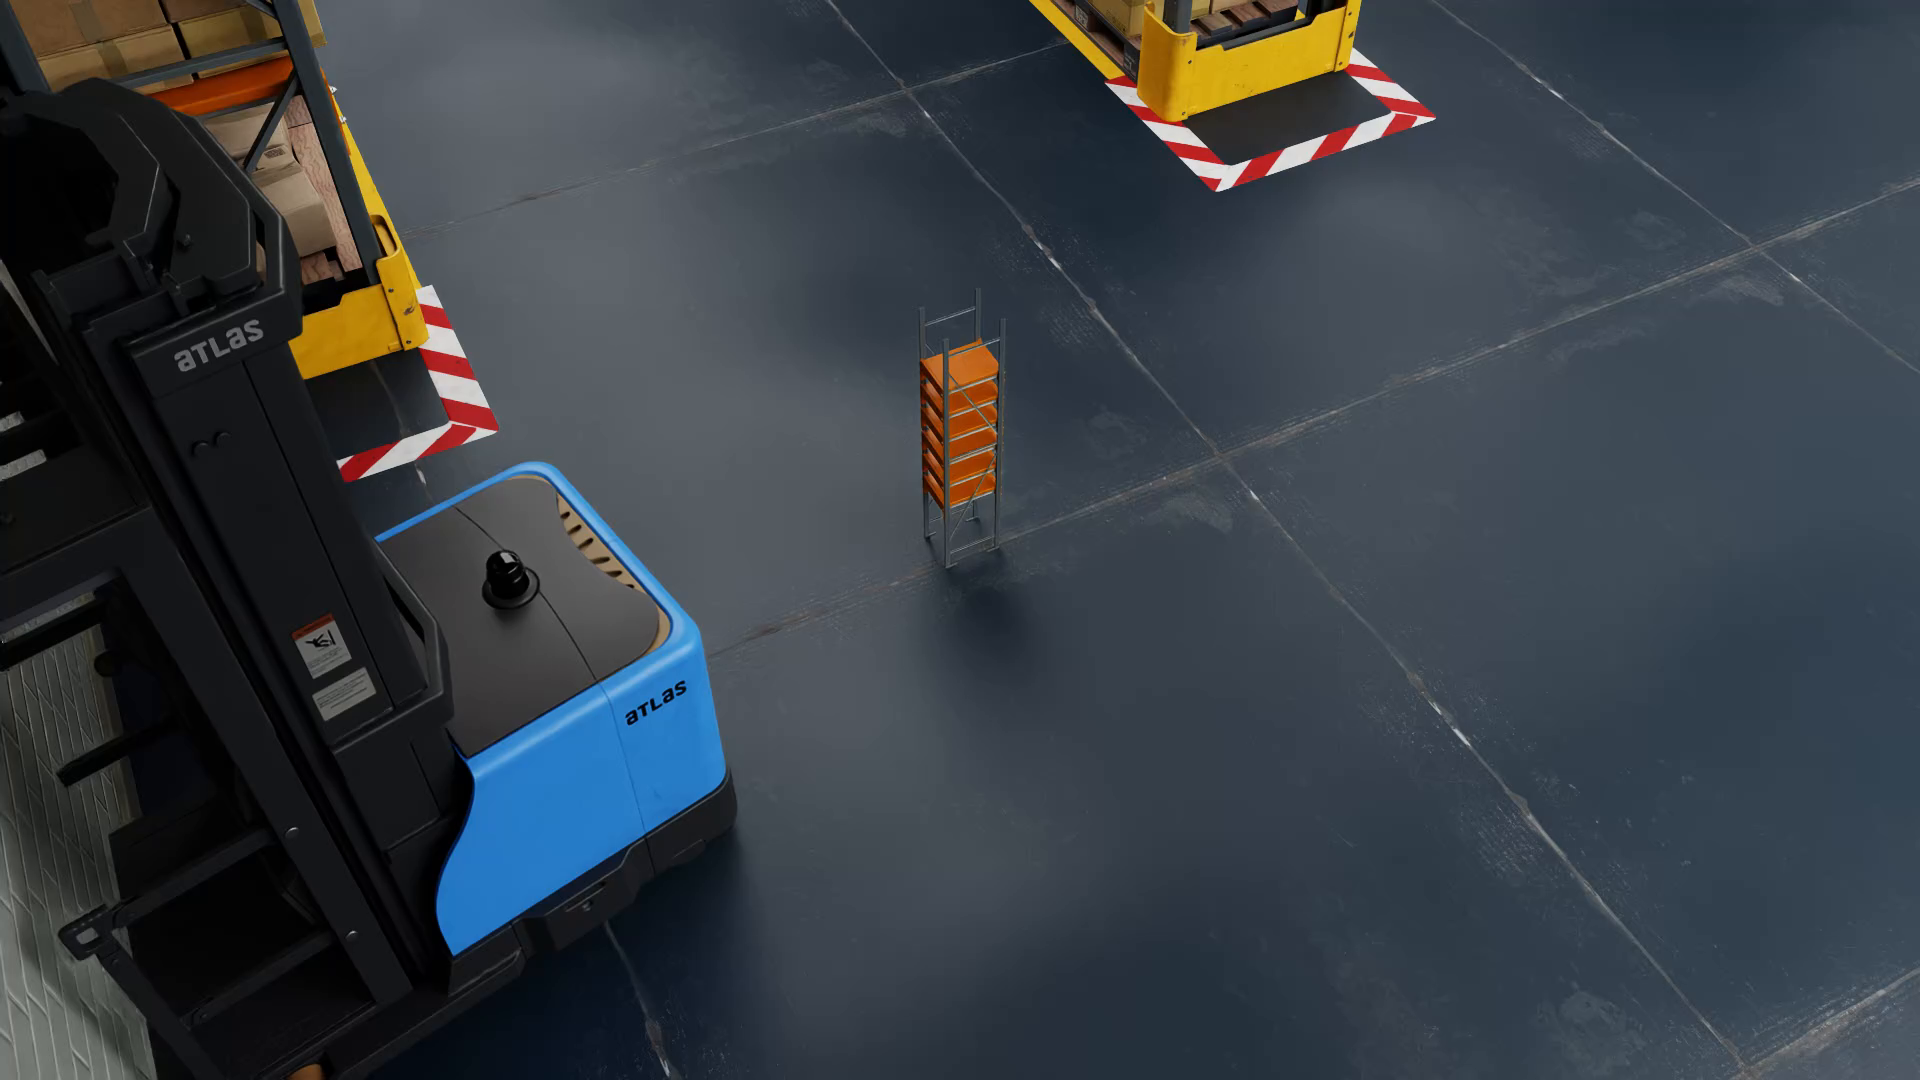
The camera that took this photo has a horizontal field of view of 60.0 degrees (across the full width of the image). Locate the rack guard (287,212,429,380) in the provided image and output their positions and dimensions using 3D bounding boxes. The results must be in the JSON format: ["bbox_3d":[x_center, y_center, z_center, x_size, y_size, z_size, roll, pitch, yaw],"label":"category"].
[{"bbox_3d":[-2.952,-0.961,7.151,1.175,0.500,0.348,-21,52,-18],"label":"rack guard"}]

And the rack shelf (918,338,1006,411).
[{"bbox_3d":[0.007,-0.593,5.945,0.258,0.103,0.180,-21,52,-18],"label":"rack shelf"}]

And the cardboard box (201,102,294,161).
[{"bbox_3d":[-3.414,-1.868,7.778,0.500,0.311,0.500,-17,51,-15],"label":"cardboard box"}]

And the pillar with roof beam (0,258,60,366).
[{"bbox_3d":[-0.178,-5.361,5.353,9.100,9.000,0.400,-21,52,-18],"label":"pillar with roof beam"}]

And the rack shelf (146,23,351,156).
[{"bbox_3d":[-3.832,-2.835,7.607,1.077,0.370,4.000,-21,52,-18],"label":"rack shelf"}]

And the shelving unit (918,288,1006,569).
[{"bbox_3d":[0.007,-0.385,6.183,0.258,1.200,0.189,-21,52,-18],"label":"shelving unit"}]

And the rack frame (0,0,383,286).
[{"bbox_3d":[-2.917,-1.733,6.166,1.000,3.000,0.127,-21,52,-18],"label":"rack frame"}]

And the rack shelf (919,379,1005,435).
[{"bbox_3d":[0.007,-0.514,6.035,0.258,0.103,0.180,-21,52,-18],"label":"rack shelf"}]

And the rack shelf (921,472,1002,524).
[{"bbox_3d":[0.007,-0.198,6.397,0.258,0.103,0.180,-21,52,-18],"label":"rack shelf"}]

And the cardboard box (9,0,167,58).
[{"bbox_3d":[-3.322,-2.179,6.144,0.500,0.500,0.500,-22,52,-18],"label":"cardboard box"}]

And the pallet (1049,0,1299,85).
[{"bbox_3d":[1.099,-3.021,9.145,1.003,0.211,1.213,-21,52,-18],"label":"pallet"}]

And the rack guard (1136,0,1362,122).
[{"bbox_3d":[1.497,-2.603,8.587,1.175,0.500,0.348,-21,52,-18],"label":"rack guard"}]

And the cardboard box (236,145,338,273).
[{"bbox_3d":[-3.153,-1.487,7.444,0.500,0.311,0.500,-27,54,-21],"label":"cardboard box"}]

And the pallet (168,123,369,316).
[{"bbox_3d":[-3.292,-1.422,7.746,1.003,0.211,1.213,-21,52,-18],"label":"pallet"}]

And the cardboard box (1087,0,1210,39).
[{"bbox_3d":[0.978,-2.932,8.762,0.500,0.250,0.500,-21,52,-18],"label":"cardboard box"}]

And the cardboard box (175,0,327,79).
[{"bbox_3d":[-2.858,-2.126,6.596,0.500,0.250,0.500,-23,53,-19],"label":"cardboard box"}]

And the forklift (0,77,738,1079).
[{"bbox_3d":[-2.231,0.436,4.314,3.031,2.935,1.130,-31,56,-24],"label":"forklift"}]

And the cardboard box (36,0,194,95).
[{"bbox_3d":[-3.303,-1.936,6.430,0.500,0.250,0.500,-20,52,-17],"label":"cardboard box"}]

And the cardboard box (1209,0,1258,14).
[{"bbox_3d":[1.438,-3.110,8.918,0.500,0.250,0.500,-21,52,-18],"label":"cardboard box"}]

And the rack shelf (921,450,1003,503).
[{"bbox_3d":[0.007,-0.277,6.306,0.258,0.103,0.180,-21,52,-18],"label":"rack shelf"}]

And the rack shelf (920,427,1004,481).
[{"bbox_3d":[0.007,-0.356,6.216,0.258,0.103,0.180,-21,52,-18],"label":"rack shelf"}]

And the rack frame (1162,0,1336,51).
[{"bbox_3d":[1.486,-3.442,7.660,1.000,3.000,0.127,-21,52,-18],"label":"rack frame"}]

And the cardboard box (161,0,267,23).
[{"bbox_3d":[-2.868,-2.360,6.302,0.500,0.500,0.500,-21,52,-17],"label":"cardboard box"}]

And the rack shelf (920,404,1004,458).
[{"bbox_3d":[0.007,-0.435,6.126,0.258,0.103,0.180,-21,52,-18],"label":"rack shelf"}]

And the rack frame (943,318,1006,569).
[{"bbox_3d":[0.048,-0.324,6.129,0.240,1.200,0.006,-21,52,-18],"label":"rack frame"}]

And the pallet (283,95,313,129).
[{"bbox_3d":[-3.846,-2.237,8.459,1.003,0.211,1.213,-21,52,-18],"label":"pallet"}]

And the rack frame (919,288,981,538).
[{"bbox_3d":[-0.035,-0.447,6.236,0.240,1.200,0.006,-21,52,-18],"label":"rack frame"}]
